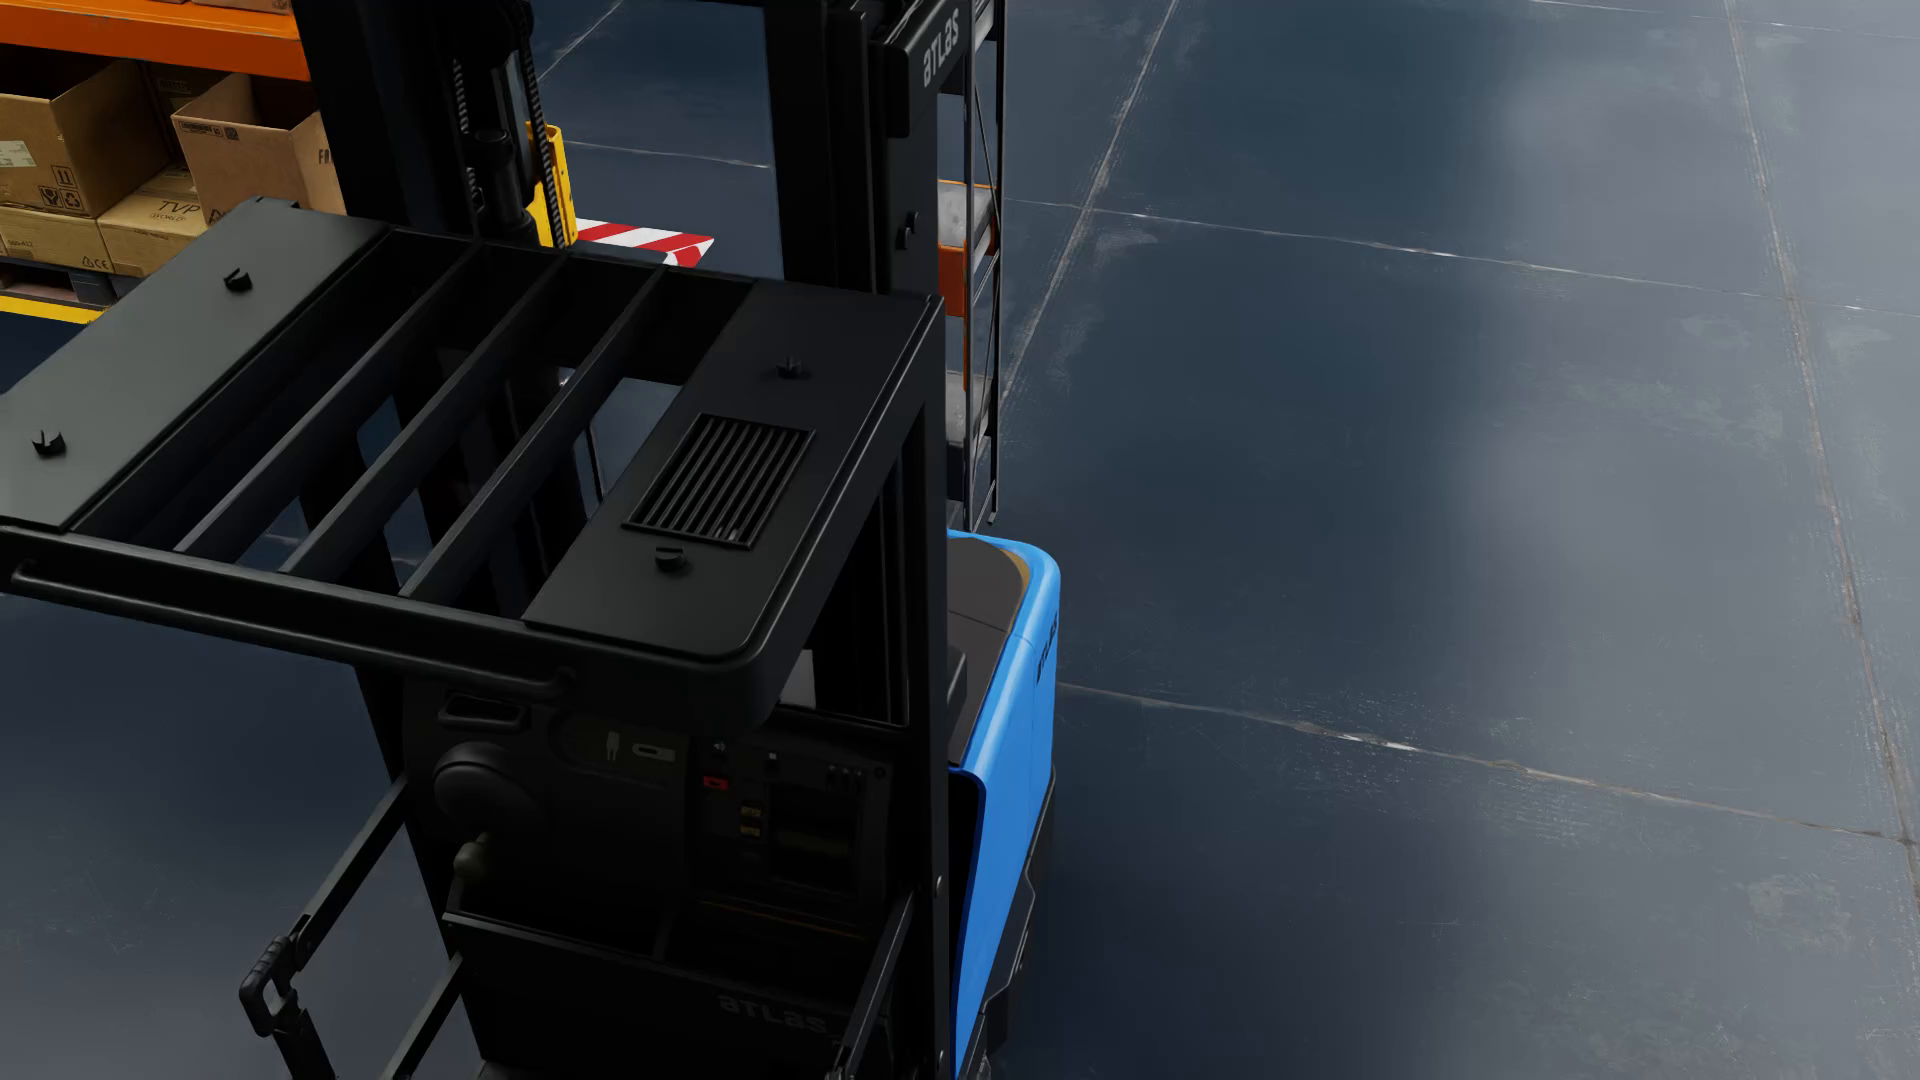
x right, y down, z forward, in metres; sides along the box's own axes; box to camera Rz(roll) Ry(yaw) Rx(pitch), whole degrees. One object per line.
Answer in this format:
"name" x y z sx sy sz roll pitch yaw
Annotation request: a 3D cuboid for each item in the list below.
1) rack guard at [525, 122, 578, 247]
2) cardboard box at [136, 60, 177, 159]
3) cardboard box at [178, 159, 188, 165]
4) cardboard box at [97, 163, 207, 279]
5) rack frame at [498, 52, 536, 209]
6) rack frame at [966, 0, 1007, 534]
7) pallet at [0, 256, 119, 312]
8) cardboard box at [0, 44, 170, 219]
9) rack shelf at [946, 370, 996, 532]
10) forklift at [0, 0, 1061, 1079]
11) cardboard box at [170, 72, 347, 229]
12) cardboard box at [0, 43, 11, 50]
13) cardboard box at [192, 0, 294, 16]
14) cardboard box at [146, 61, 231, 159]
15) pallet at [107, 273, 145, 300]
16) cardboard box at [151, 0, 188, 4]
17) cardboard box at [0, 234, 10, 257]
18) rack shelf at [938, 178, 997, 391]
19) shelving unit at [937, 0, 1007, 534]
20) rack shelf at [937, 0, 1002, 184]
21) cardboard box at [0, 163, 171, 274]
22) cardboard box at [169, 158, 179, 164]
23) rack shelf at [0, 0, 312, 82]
"rack guard" -1.989 -1.226 6.821 0.348 0.500 1.175 10 41 11
"cardboard box" -3.443 -1.967 6.988 0.500 0.500 0.500 10 41 11
"cardboard box" -2.957 -1.603 7.138 0.500 0.250 0.500 10 41 11
"cardboard box" -3.093 -1.276 6.749 0.500 0.250 0.500 10 41 11
"rack frame" -2.012 -2.187 6.022 0.127 3.000 1.000 10 41 11
"rack frame" 0.076 -0.791 5.059 0.015 2.100 0.400 10 41 11
"pallet" -3.937 -1.425 7.282 1.213 0.211 1.003 10 41 11
"cardboard box" -3.577 -1.644 6.603 0.500 0.500 0.500 10 41 11
"rack shelf" -0.160 -0.285 5.566 0.480 0.518 0.431 10 41 11
"forklift" -0.623 0.549 2.817 1.130 2.935 3.031 10 41 12
"cardboard box" -2.607 -1.486 6.416 0.500 0.500 0.500 10 41 11
"cardboard box" -4.060 -1.728 6.703 0.500 0.500 0.500 10 41 11
"cardboard box" -2.460 -2.311 6.092 0.500 0.500 0.700 10 41 11
"cardboard box" -2.956 -1.891 6.898 0.500 0.500 0.500 10 41 11
"pallet" -2.762 -1.220 7.039 1.213 0.211 1.003 10 41 11
"cardboard box" -2.969 -2.395 6.192 0.500 0.500 0.700 11 41 13
"cardboard box" -4.059 -1.443 6.947 0.500 0.250 0.500 10 41 11
"rack shelf" -0.160 -0.821 5.116 0.480 0.518 0.431 10 41 11
"shelving unit" -0.160 -0.832 5.107 0.503 2.100 0.431 10 41 11
"rack shelf" -0.160 -1.357 4.666 0.480 0.518 0.431 10 41 11
"cardboard box" -3.576 -1.358 6.846 0.500 0.250 0.500 10 41 11
"cardboard box" -3.440 -1.687 7.237 0.500 0.250 0.500 10 41 11
"rack shelf" -3.944 -2.244 6.649 4.000 0.370 1.077 10 41 11
